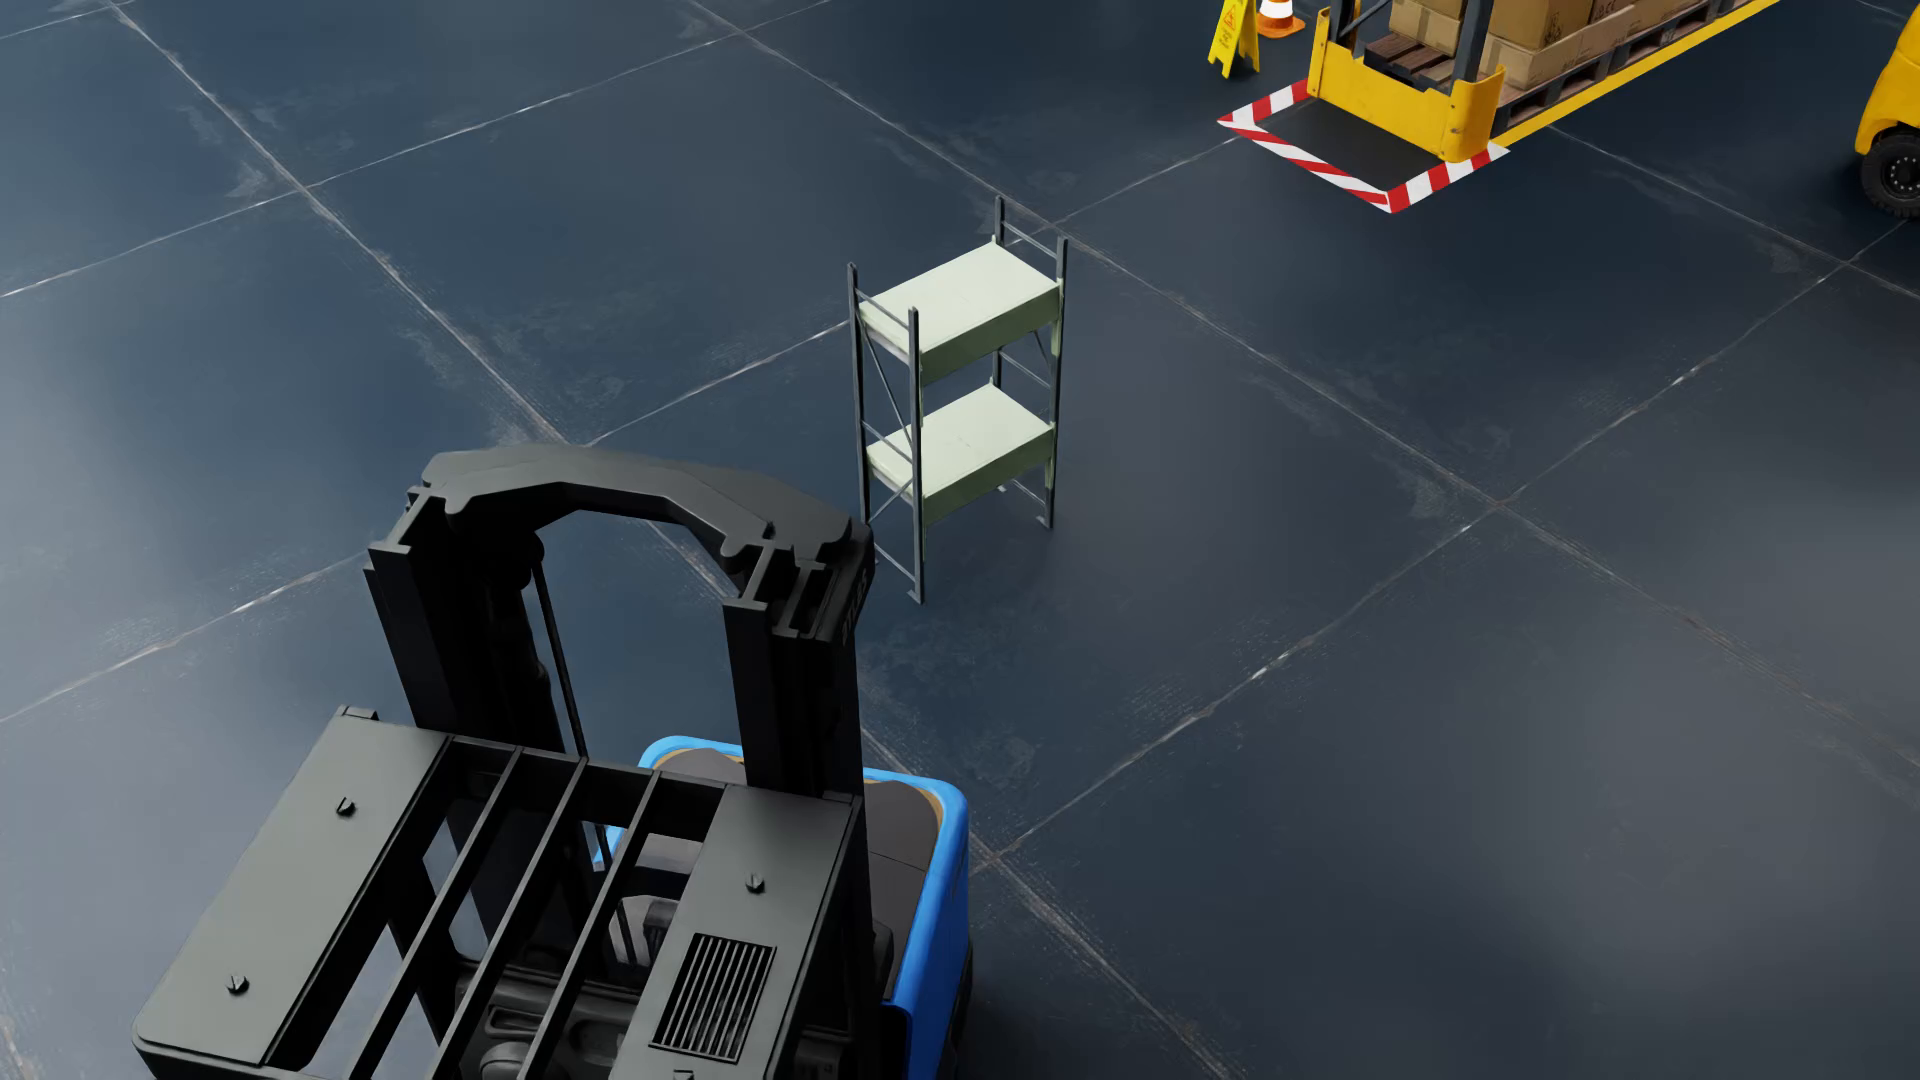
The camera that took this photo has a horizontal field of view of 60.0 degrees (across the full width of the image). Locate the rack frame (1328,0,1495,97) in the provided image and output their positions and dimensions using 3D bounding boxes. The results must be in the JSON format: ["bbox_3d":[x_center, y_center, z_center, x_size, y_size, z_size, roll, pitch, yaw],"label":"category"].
[{"bbox_3d":[2.557,-3.604,8.949,0.127,3.000,1.000,-30,51,-28],"label":"rack frame"}]

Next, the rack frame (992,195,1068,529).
[{"bbox_3d":[0.276,-0.705,6.958,0.023,1.500,0.400,-30,51,-28],"label":"rack frame"}]

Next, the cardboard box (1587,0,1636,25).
[{"bbox_3d":[3.770,-3.479,9.971,0.500,0.500,0.500,-32,52,-29],"label":"cardboard box"}]

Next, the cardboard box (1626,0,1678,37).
[{"bbox_3d":[4.160,-3.430,10.466,0.500,0.250,0.500,-26,49,-25],"label":"cardboard box"}]

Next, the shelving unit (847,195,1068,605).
[{"bbox_3d":[-0.005,-0.544,6.787,0.755,1.500,0.431,-30,51,-28],"label":"shelving unit"}]

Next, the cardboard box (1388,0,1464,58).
[{"bbox_3d":[3.023,-3.261,10.287,0.500,0.250,0.500,-30,51,-28],"label":"cardboard box"}]

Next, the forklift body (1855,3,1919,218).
[{"bbox_3d":[6.029,-2.480,8.373,1.214,2.155,2.313,-30,51,-28],"label":"forklift body"}]

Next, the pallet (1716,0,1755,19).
[{"bbox_3d":[5.133,-4.030,11.441,1.213,0.211,1.003,-30,51,-28],"label":"pallet"}]

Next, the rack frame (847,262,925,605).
[{"bbox_3d":[-0.286,-0.383,6.616,0.023,1.500,0.400,-30,51,-28],"label":"rack frame"}]

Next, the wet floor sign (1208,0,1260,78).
[{"bbox_3d":[1.725,-3.224,10.265,0.232,0.644,0.267,-14,45,-14],"label":"wet floor sign"}]

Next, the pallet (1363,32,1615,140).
[{"bbox_3d":[3.262,-2.959,10.300,1.213,0.211,1.003,-30,51,-28],"label":"pallet"}]

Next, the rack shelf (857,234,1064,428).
[{"bbox_3d":[-0.005,-0.828,6.520,0.720,0.370,0.431,-30,51,-28],"label":"rack shelf"}]

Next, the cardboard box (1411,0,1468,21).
[{"bbox_3d":[3.005,-3.517,10.011,0.500,0.500,0.500,-29,51,-28],"label":"cardboard box"}]

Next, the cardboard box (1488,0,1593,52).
[{"bbox_3d":[3.371,-3.248,9.724,0.500,0.500,0.500,-32,52,-29],"label":"cardboard box"}]

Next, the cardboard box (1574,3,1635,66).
[{"bbox_3d":[3.750,-3.184,10.204,0.500,0.250,0.500,-28,50,-27],"label":"cardboard box"}]

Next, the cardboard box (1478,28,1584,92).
[{"bbox_3d":[3.354,-2.963,9.970,0.500,0.250,0.500,-30,51,-28],"label":"cardboard box"}]

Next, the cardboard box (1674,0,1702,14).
[{"bbox_3d":[4.549,-3.650,10.701,0.500,0.250,0.500,-29,50,-27],"label":"cardboard box"}]

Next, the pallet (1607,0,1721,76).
[{"bbox_3d":[4.197,-3.492,10.867,1.213,0.211,1.003,-30,51,-28],"label":"pallet"}]

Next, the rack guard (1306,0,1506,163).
[{"bbox_3d":[2.616,-2.726,9.841,0.348,0.500,1.175,-30,51,-28],"label":"rack guard"}]

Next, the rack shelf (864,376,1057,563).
[{"bbox_3d":[-0.005,-0.306,7.010,0.720,0.370,0.431,-30,51,-28],"label":"rack shelf"}]

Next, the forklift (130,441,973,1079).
[{"bbox_3d":[-0.775,1.360,3.715,1.130,2.935,3.031,9,44,9],"label":"forklift"}]

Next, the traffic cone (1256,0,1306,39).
[{"bbox_3d":[2.060,-3.545,10.740,0.334,0.463,0.336,-30,51,-28],"label":"traffic cone"}]
